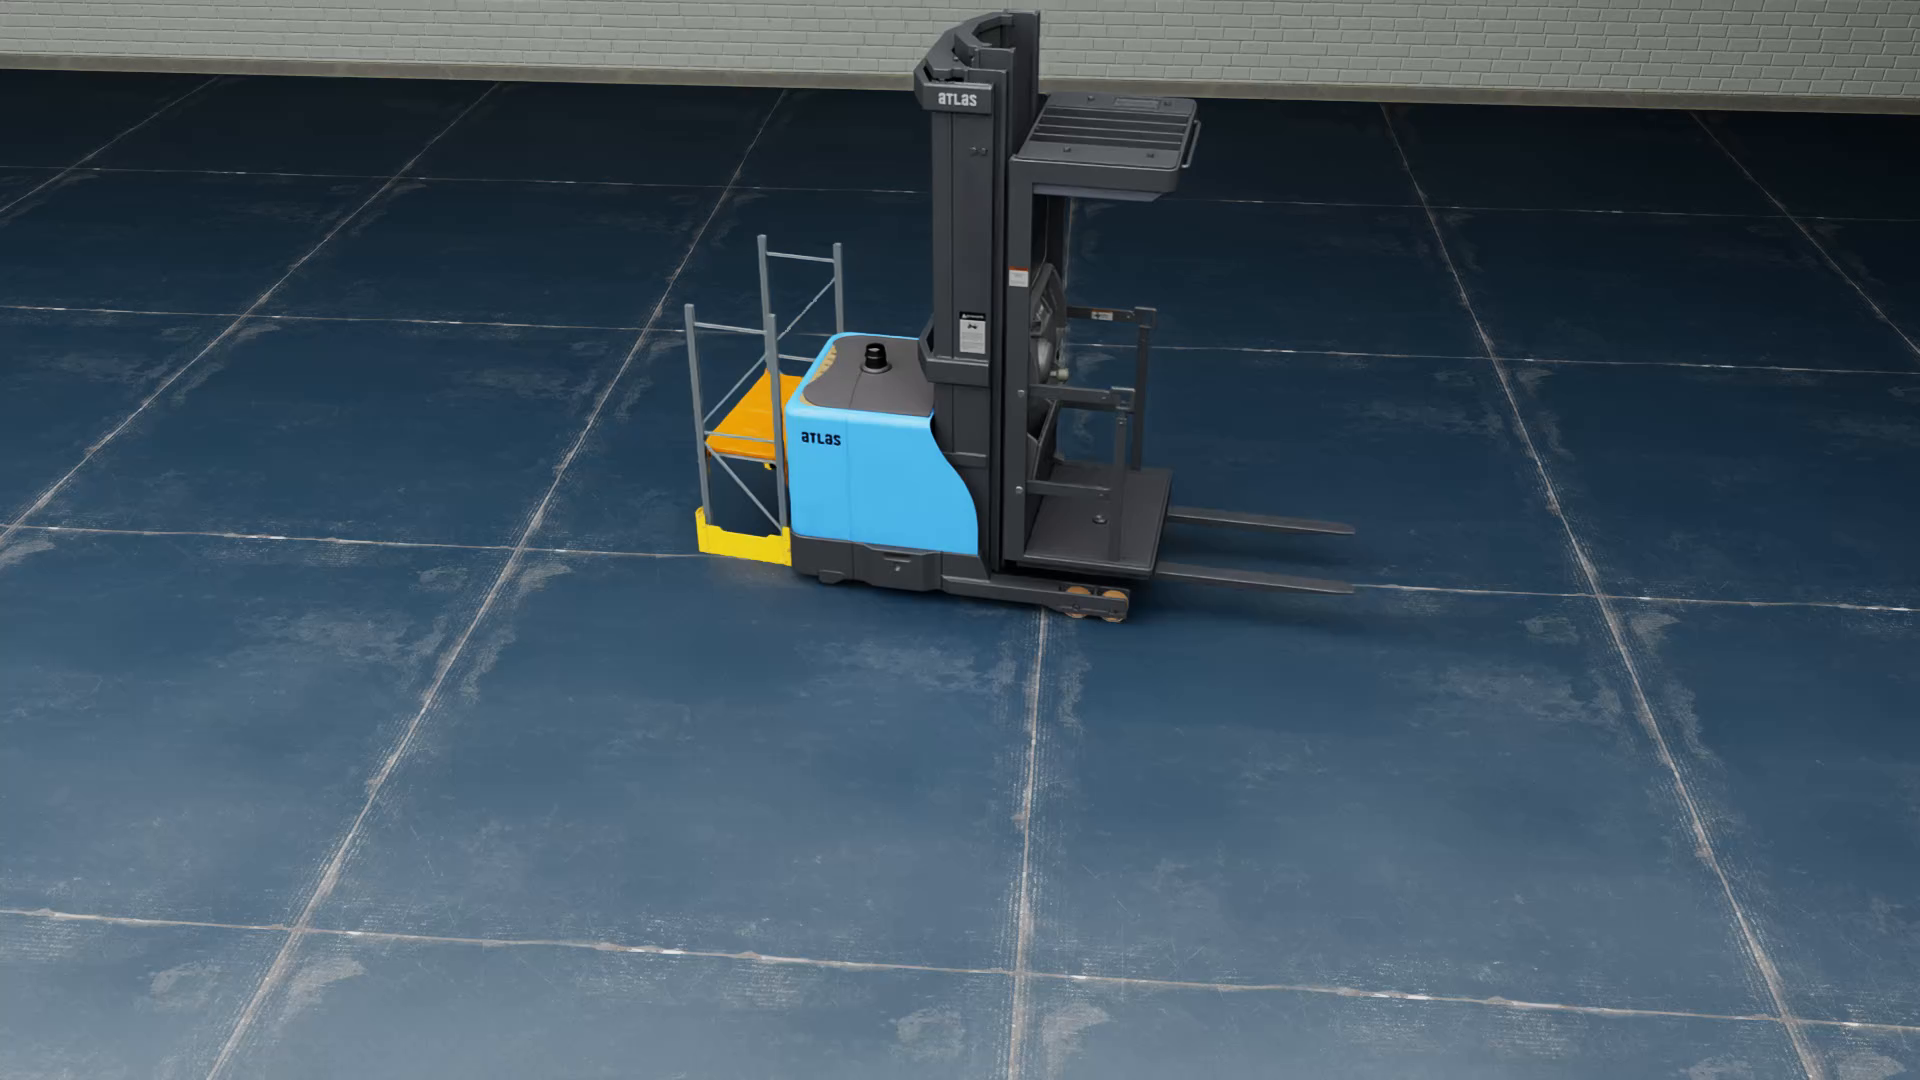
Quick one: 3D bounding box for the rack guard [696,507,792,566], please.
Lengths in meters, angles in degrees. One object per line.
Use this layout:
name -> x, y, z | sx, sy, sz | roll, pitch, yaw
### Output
rack guard -> -1.191, -0.021, 9.326 | 0.587, 0.250, 0.087 | 9, 33, 14

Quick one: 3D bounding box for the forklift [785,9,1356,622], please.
forklift -> 0.641, -1.117, 8.550 | 3.031, 2.935, 1.130 | 6, 32, 10

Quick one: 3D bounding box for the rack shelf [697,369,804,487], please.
rack shelf -> -1.051, -0.655, 9.507 | 0.538, 0.185, 1.000 | 9, 33, 14

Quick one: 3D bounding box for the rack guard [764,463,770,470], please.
rack guard -> -0.916, -0.523, 10.141 | 0.587, 0.250, 0.087 | 9, 33, 14

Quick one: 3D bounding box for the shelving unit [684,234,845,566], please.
shelving unit -> -1.054, -0.804, 9.405 | 0.587, 1.500, 1.083 | 9, 33, 14

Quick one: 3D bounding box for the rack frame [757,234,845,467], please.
rack frame -> -0.911, -1.065, 9.829 | 0.500, 1.500, 0.032 | 9, 33, 14

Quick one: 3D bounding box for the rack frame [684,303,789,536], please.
rack frame -> -1.192, -0.552, 8.997 | 0.500, 1.500, 0.032 | 9, 33, 14
